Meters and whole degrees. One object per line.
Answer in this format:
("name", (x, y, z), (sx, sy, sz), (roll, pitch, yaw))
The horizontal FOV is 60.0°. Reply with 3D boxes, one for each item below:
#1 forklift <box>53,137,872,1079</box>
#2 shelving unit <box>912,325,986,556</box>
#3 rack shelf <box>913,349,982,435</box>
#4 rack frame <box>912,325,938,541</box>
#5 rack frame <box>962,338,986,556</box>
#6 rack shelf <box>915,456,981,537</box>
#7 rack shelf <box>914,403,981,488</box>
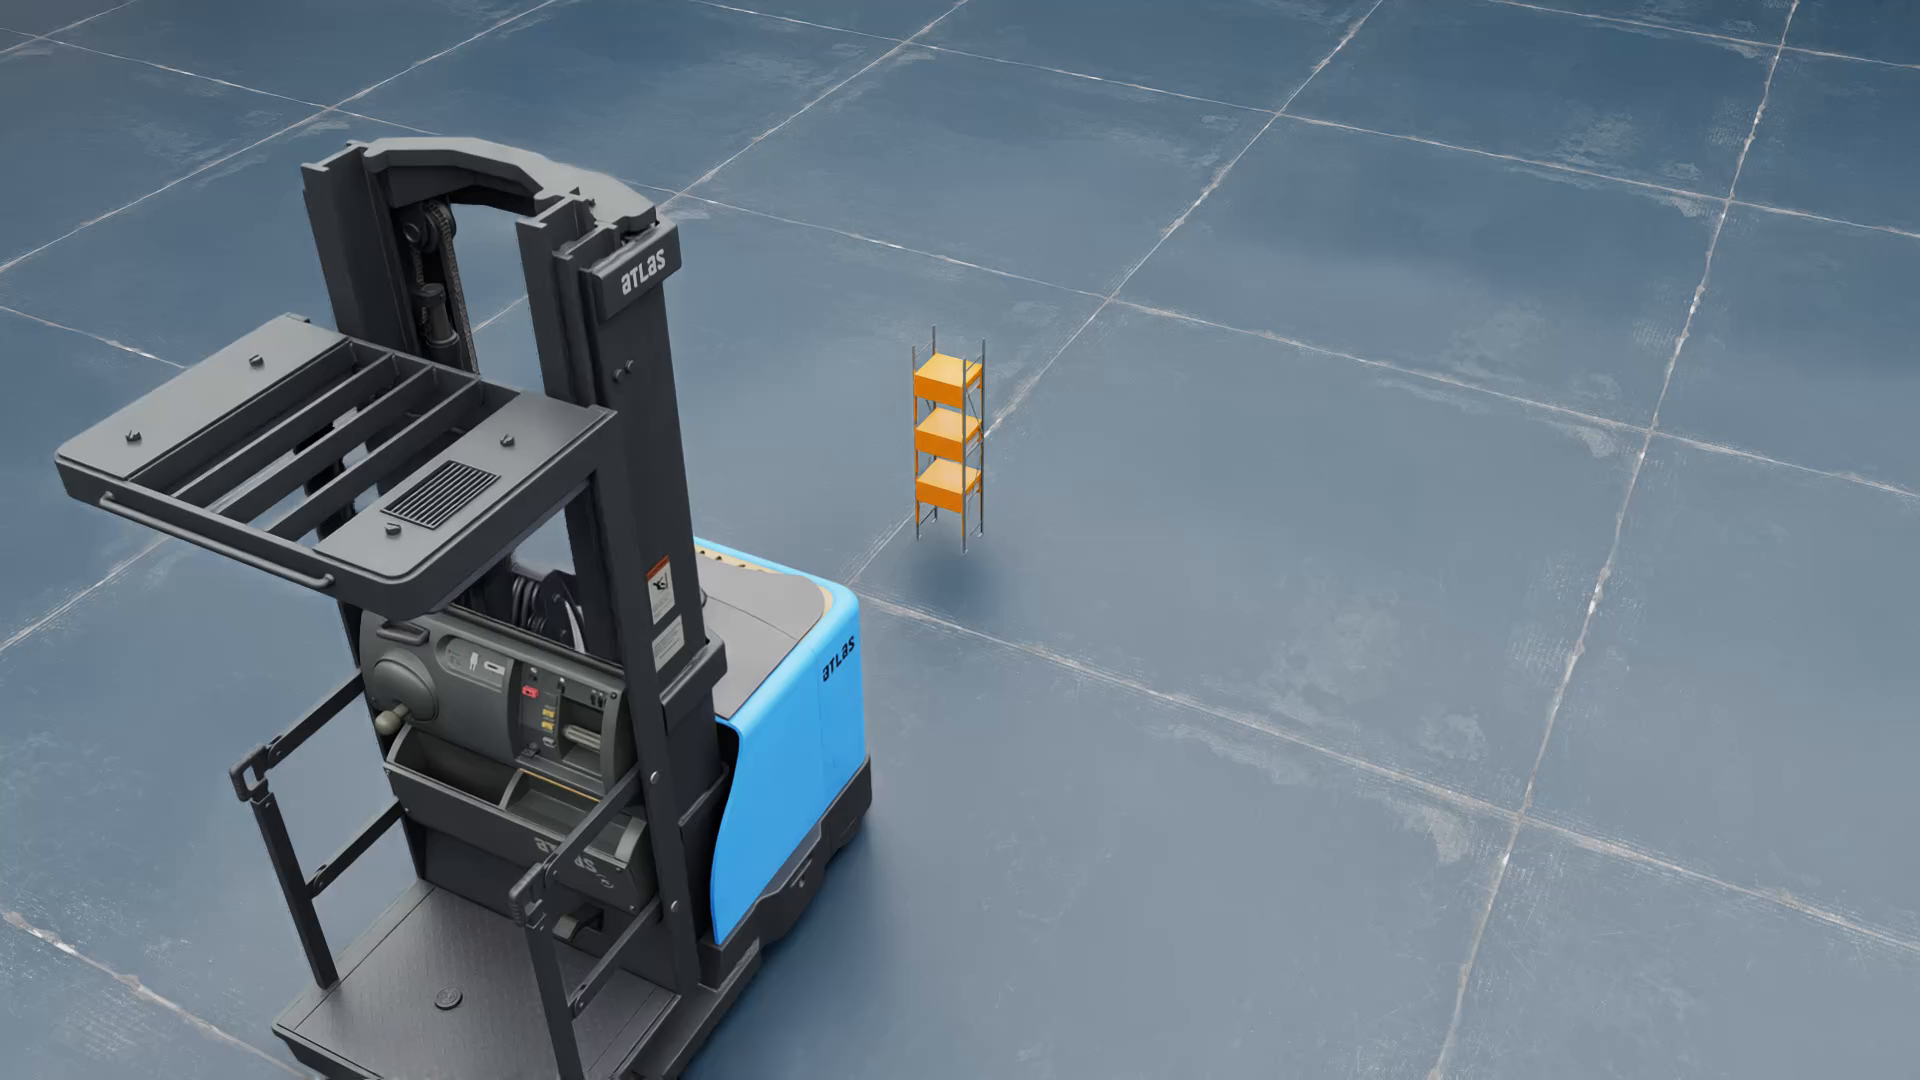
("forklift", (-1.454, 0.520, 4.641), (1.130, 2.935, 3.031), (17, 40, 21))
("shelving unit", (-0.048, -0.433, 7.452), (0.252, 1.050, 0.215), (17, 41, 21))
("rack shelf", (-0.048, -0.651, 7.287), (0.240, 0.259, 0.215), (17, 41, 21))
("rack frame", (-0.156, -0.467, 7.497), (0.008, 1.050, 0.200), (17, 41, 21))
("rack frame", (0.061, -0.399, 7.407), (0.008, 1.050, 0.200), (17, 41, 21))
("rack shelf", (-0.048, -0.203, 7.627), (0.240, 0.259, 0.215), (17, 41, 21))
("rack shelf", (-0.048, -0.425, 7.459), (0.240, 0.259, 0.215), (17, 41, 21))
